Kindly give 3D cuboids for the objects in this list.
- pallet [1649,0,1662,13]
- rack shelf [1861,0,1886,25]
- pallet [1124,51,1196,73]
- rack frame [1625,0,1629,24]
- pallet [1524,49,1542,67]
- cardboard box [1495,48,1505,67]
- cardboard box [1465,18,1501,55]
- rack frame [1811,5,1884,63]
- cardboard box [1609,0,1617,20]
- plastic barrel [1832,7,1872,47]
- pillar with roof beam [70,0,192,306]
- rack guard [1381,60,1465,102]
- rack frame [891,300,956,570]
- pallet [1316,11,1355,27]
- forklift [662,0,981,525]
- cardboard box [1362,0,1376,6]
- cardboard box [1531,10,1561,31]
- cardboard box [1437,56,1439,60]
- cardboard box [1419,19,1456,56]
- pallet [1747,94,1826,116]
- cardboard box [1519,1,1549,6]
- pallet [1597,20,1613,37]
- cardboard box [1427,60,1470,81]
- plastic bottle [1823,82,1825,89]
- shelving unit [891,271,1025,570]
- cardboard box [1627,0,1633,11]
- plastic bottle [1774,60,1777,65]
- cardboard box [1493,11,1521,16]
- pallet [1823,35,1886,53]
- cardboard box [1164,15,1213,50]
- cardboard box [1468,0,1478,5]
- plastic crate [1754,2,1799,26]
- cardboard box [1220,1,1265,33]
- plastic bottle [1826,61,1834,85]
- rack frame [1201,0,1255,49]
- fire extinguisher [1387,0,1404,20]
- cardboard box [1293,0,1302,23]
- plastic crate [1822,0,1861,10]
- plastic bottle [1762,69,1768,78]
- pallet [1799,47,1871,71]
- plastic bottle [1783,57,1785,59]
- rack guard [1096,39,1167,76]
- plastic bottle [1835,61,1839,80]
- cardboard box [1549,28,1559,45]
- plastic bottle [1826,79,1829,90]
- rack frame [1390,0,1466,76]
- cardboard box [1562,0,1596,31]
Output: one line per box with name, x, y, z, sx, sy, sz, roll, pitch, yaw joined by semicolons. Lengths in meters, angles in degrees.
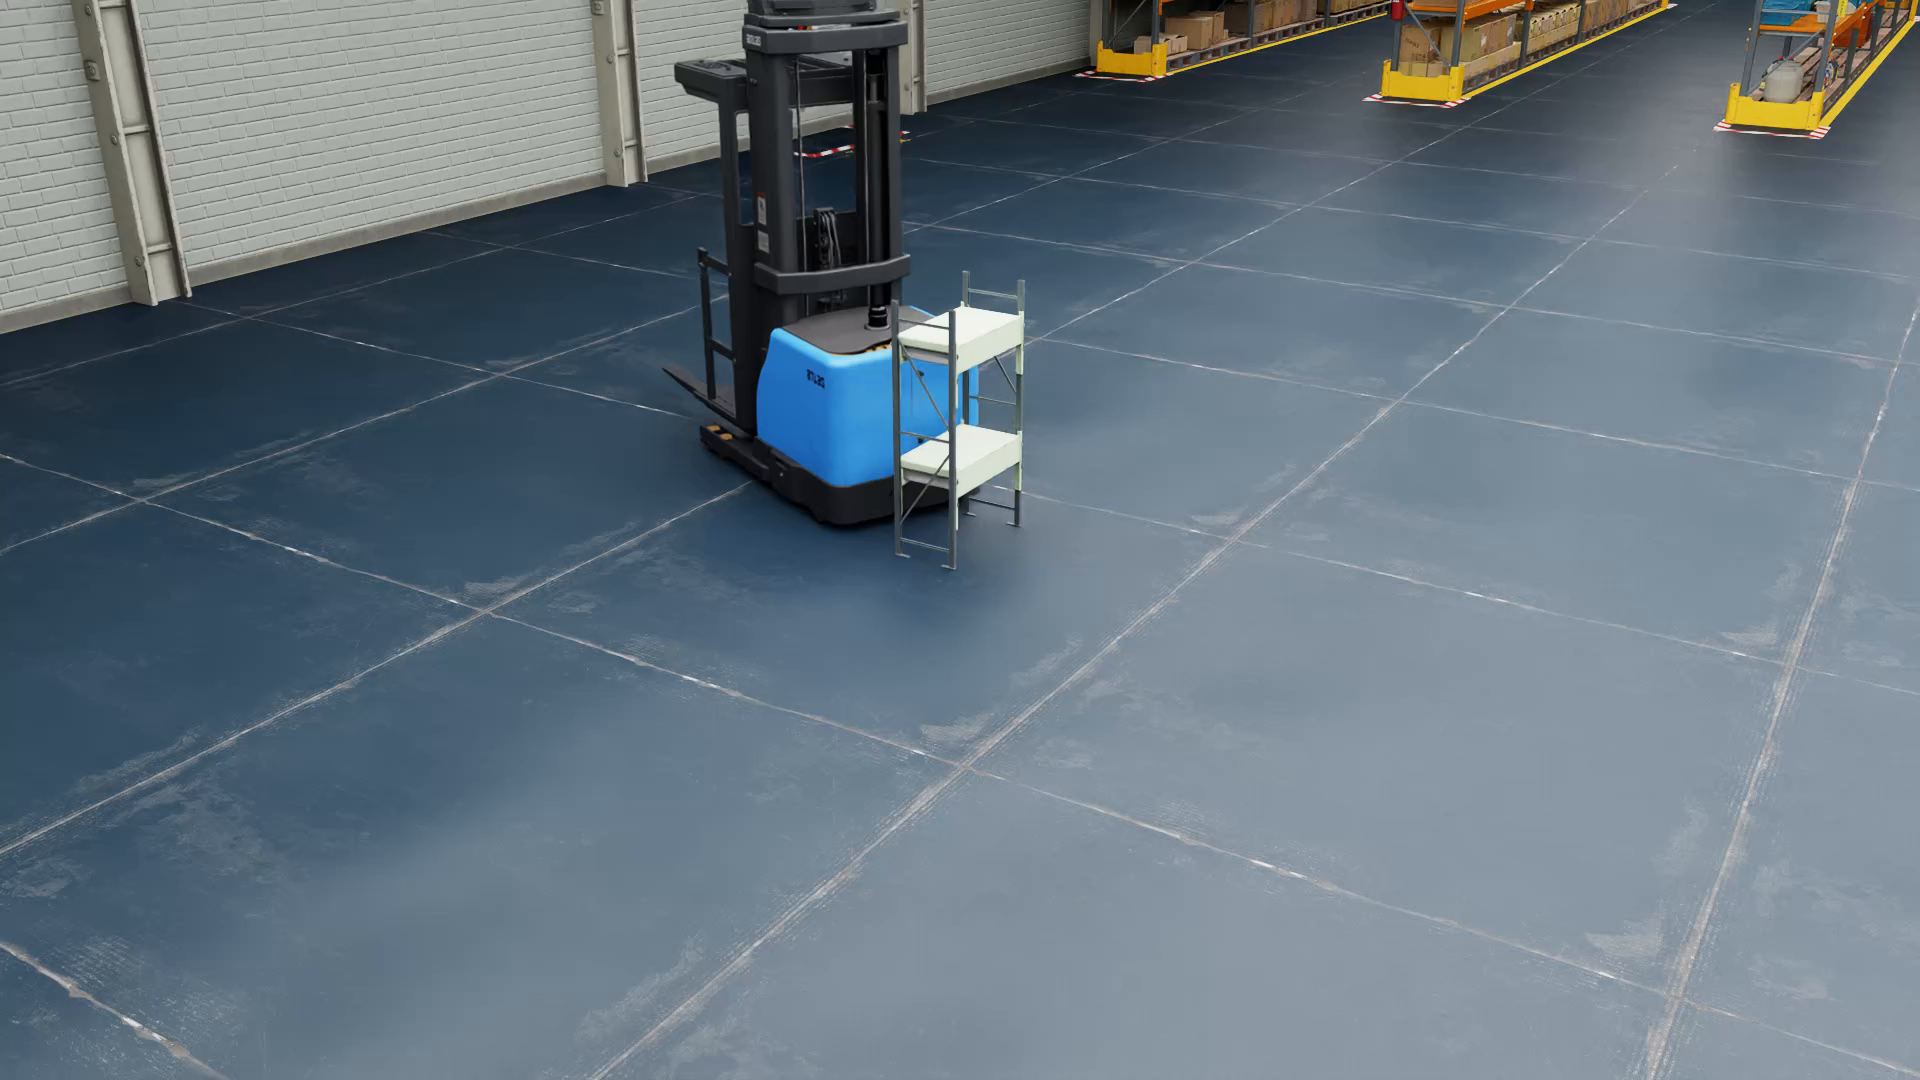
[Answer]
pallet;15.007;-11.957;37.104;1.003;0.211;1.213;14;27;29
rack shelf;14.398;-8.787;27.177;1.077;0.370;4.000;14;27;29
pallet;3.315;-8.181;28.382;1.003;0.211;1.213;14;27;29
rack frame;13.357;-12.181;34.113;1.000;3.000;0.127;14;27;29
pallet;9.492;-8.458;29.023;1.003;0.211;1.213;14;27;29
cardboard box;8.554;-7.871;27.089;0.500;0.250;0.500;14;27;29
cardboard box;8.292;-8.046;26.549;0.500;0.500;0.500;14;27;29
rack frame;15.453;-9.792;28.593;1.000;3.000;0.127;14;27;29
cardboard box;12.807;-10.675;33.226;0.500;0.500;0.500;14;27;30
plastic barrel;15.696;-9.157;29.331;0.600;0.830;0.708;14;27;29
pillar with roof beam;-3.387;-5.361;10.807;9.100;9.000;0.400;14;27;29
rack guard;7.014;-6.976;25.235;1.175;0.500;0.348;14;27;29
rack frame;-0.197;-0.562;9.161;0.400;1.500;0.023;14;27;29
pallet;7.516;-10.839;34.521;1.003;0.211;1.213;14;27;29
forklift;-1.084;-1.972;10.616;1.130;2.935;3.031;-14;27;-29
cardboard box;8.447;-11.877;35.587;0.750;0.750;0.750;15;27;31
cardboard box;10.376;-9.276;29.628;0.500;0.311;0.500;15;27;30
cardboard box;7.312;-7.476;26.177;0.500;0.250;0.500;14;27;29
cardboard box;7.572;-7.990;26.420;0.500;0.500;0.500;14;27;29
pallet;11.666;-6.121;23.623;1.003;0.211;1.213;14;27;29
cardboard box;10.721;-9.904;31.079;0.500;0.311;0.500;15;28;31
pallet;12.317;-10.206;33.059;1.003;0.211;1.213;14;27;29
cardboard box;7.499;-7.196;25.530;0.500;0.250;0.500;14;27;29
plastic bottle;12.509;-6.591;24.168;0.097;0.201;0.097;0;23;0
shelving unit;-0.004;-0.686;9.447;0.431;1.500;0.755;14;27;29
cardboard box;13.762;-11.246;34.782;0.500;0.311;0.500;14;27;29
plastic bottle;12.241;-7.035;25.007;0.144;0.351;0.185;14;27;29
cardboard box;9.641;-9.211;29.478;0.500;0.311;0.500;14;27;29
pallet;16.478;-9.197;30.730;1.003;0.211;1.213;14;27;29
cardboard box;3.988;-8.867;29.049;0.700;0.500;0.500;12;26;26
cardboard box;7.557;-8.510;25.507;0.700;0.500;0.500;15;27;30
plastic crate;11.243;-7.255;22.921;0.499;0.251;0.616;14;27;29
cardboard box;5.300;-9.825;31.262;0.700;0.500;0.500;15;28;31
plastic bottle;12.976;-6.977;24.871;0.144;0.351;0.185;14;27;29
rack frame;4.926;-10.518;30.271;1.000;3.000;0.127;14;27;29
fire extinguisher;6.570;-8.153;24.905;0.296;0.674;0.183;14;27;29
cardboard box;6.330;-10.519;32.866;0.700;0.500;0.500;14;27;29
plastic crate;12.990;-7.943;24.510;0.499;0.251;0.616;14;27;29
plastic bottle;11.875;-6.802;24.552;0.061;0.283;0.133;15;27;30
pallet;15.011;-8.259;28.562;1.003;0.211;1.213;14;27;29
plastic bottle;12.802;-7.376;25.893;0.097;0.271;0.097;0;23;0
rack guard;2.856;-8.047;27.708;1.175;0.500;0.348;14;27;29
plastic bottle;13.369;-7.166;25.392;0.061;0.283;0.133;15;28;32
cardboard box;10.371;-9.015;29.732;0.500;0.250;0.500;14;27;30
plastic bottle;12.740;-6.739;24.510;0.097;0.201;0.097;0;23;0
rack frame;7.027;-8.131;24.757;1.000;3.000;0.127;14;27;29
cardboard box;11.729;-9.980;31.620;0.500;0.500;0.500;15;28;31
